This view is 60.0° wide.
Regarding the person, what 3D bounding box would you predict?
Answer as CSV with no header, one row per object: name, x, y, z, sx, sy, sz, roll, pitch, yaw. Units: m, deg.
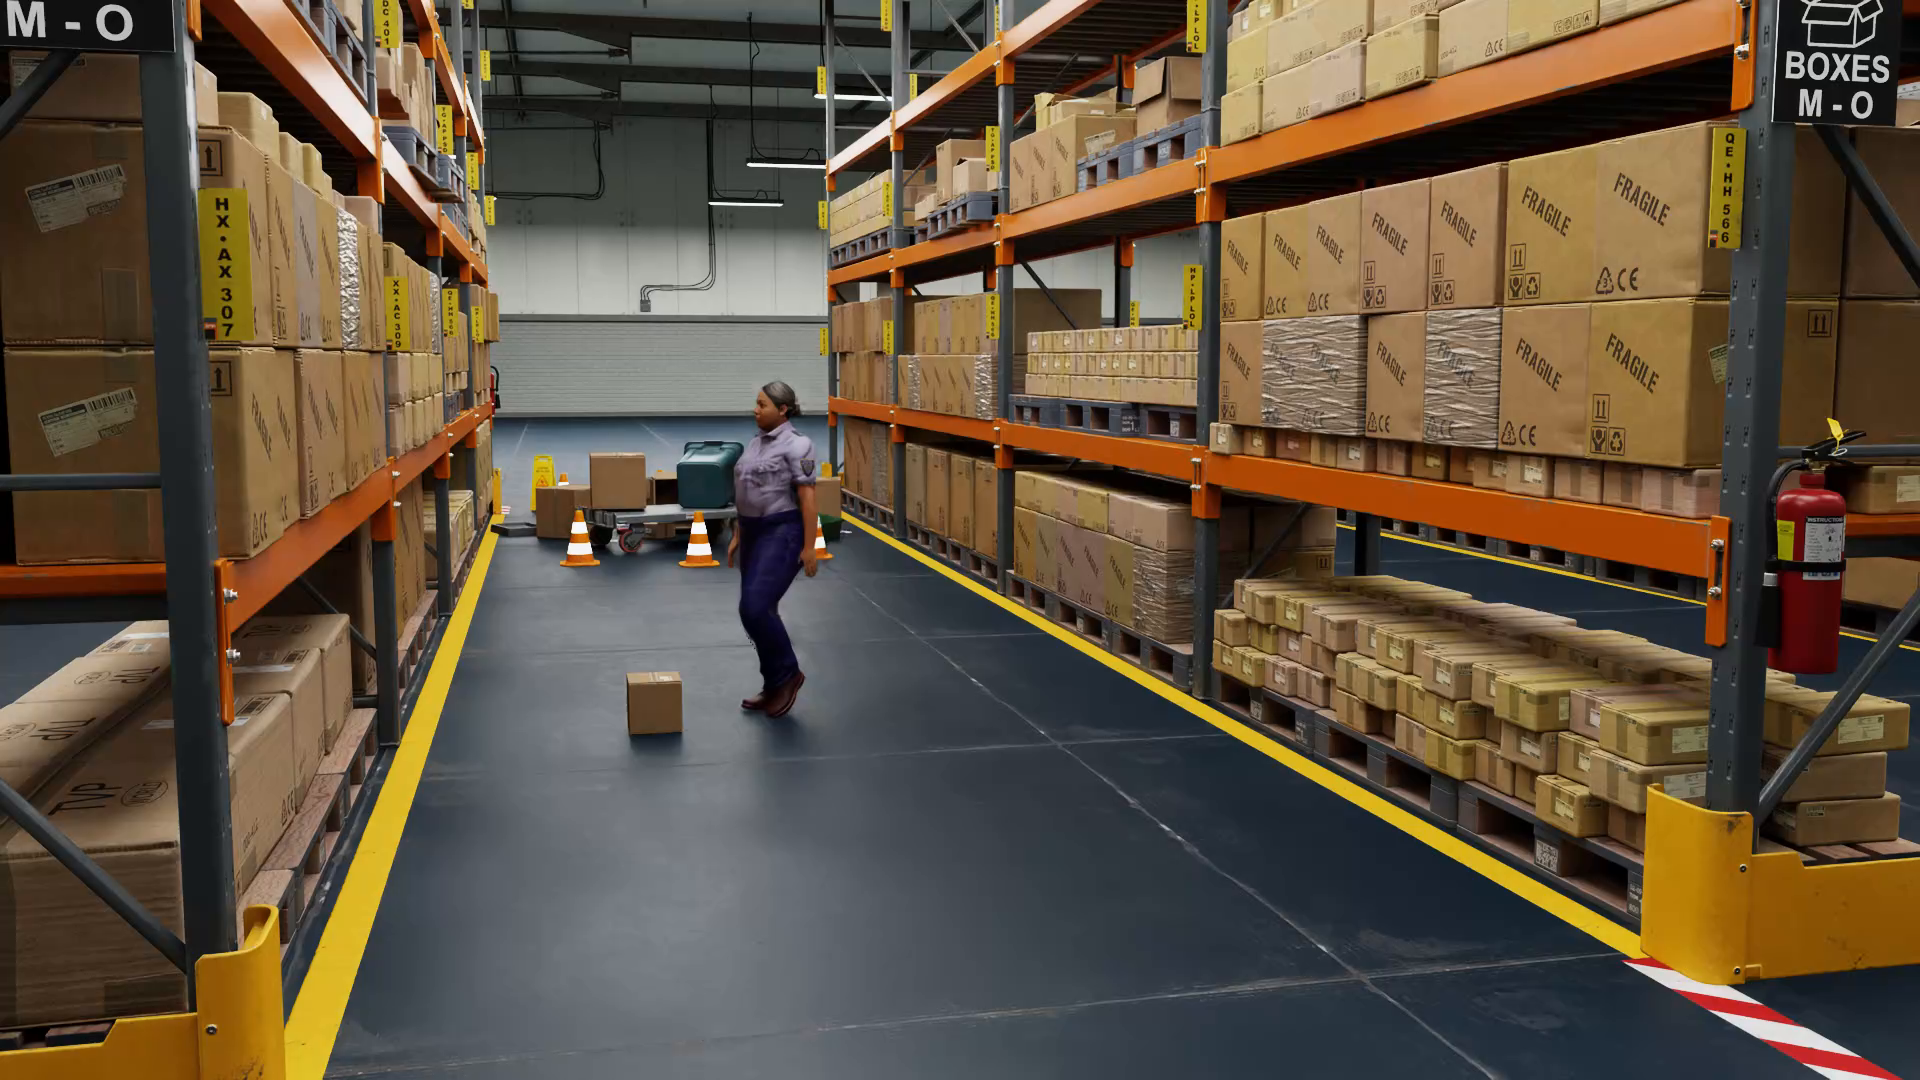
person,-0.987,0.042,8.308,0.452,1.666,0.528,-5,8,-37
